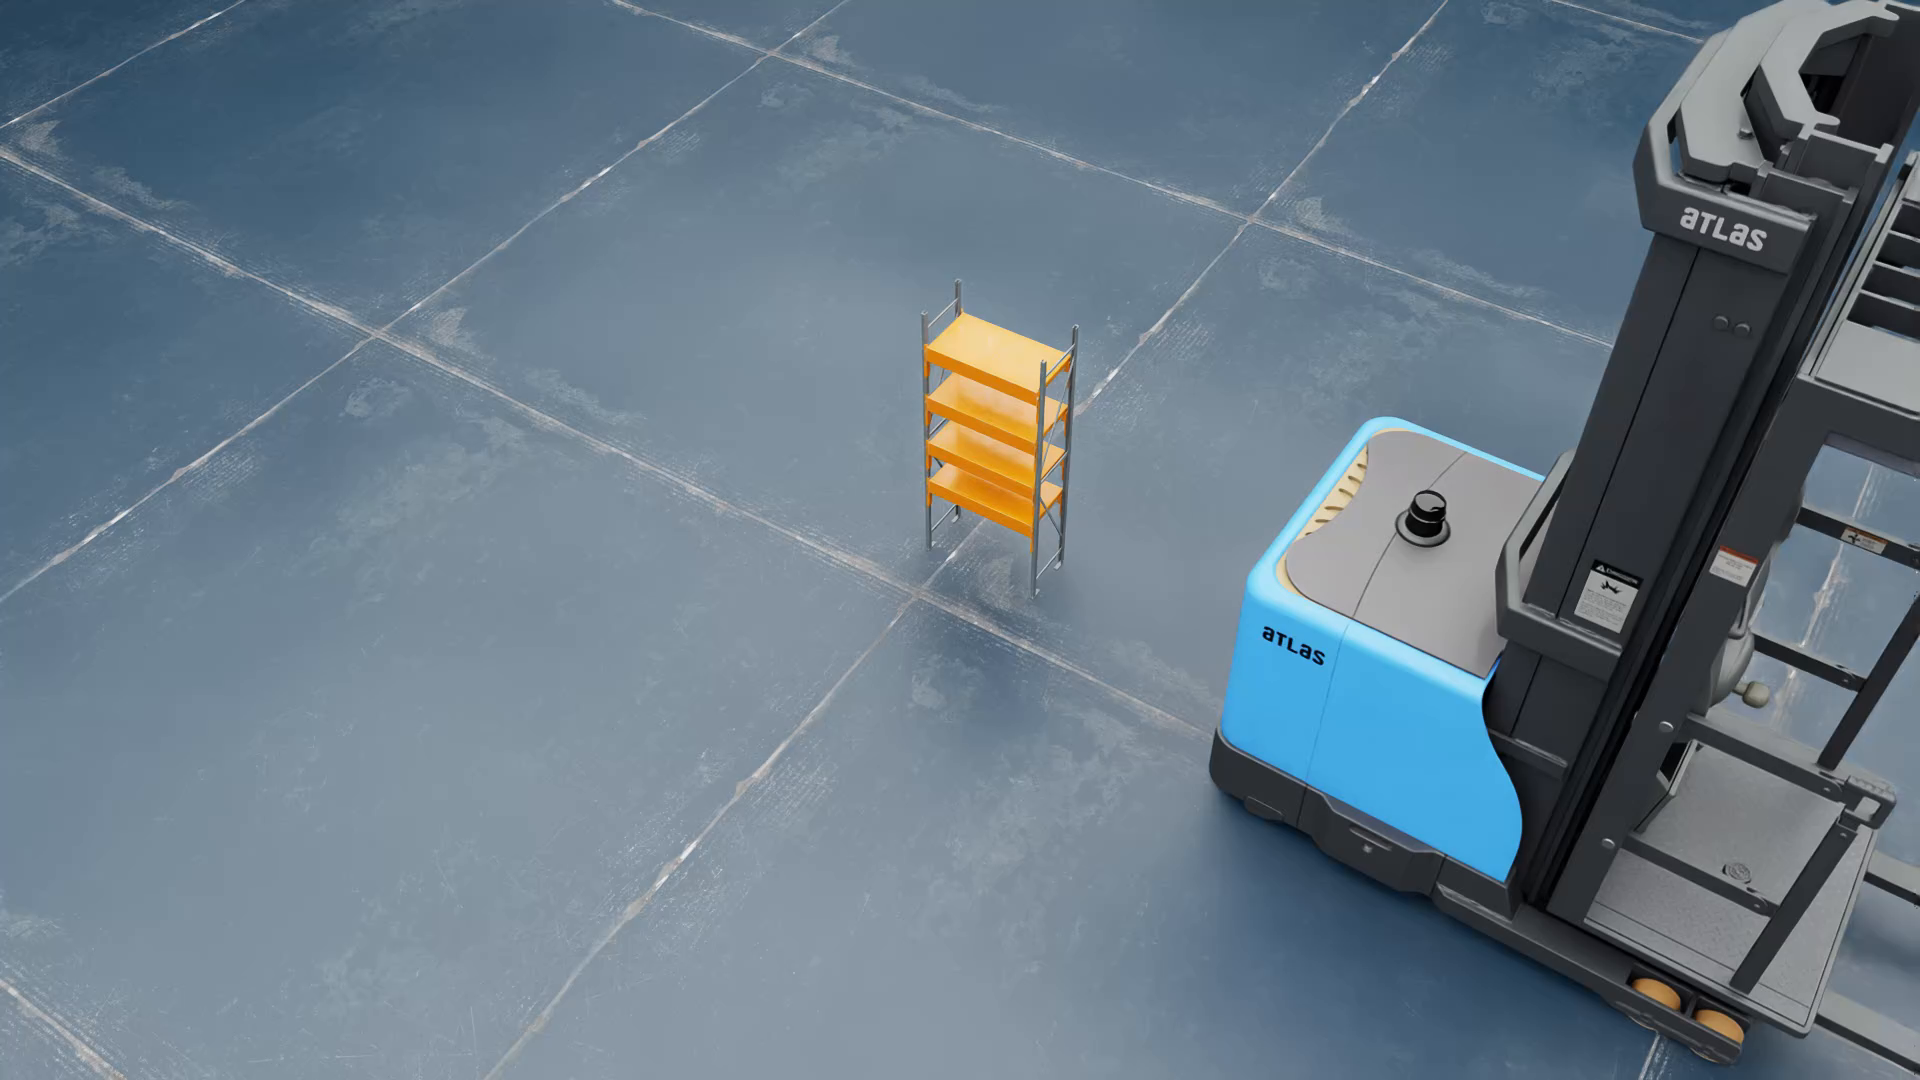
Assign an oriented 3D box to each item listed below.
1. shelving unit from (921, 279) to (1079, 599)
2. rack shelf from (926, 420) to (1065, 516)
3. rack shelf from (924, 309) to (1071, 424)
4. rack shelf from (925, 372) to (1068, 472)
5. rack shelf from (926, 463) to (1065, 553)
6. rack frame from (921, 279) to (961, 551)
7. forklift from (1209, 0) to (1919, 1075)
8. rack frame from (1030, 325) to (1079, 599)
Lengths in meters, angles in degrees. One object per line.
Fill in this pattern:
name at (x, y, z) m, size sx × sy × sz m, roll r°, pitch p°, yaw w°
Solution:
shelving unit at (0.139, -0.354, 6.257) m, size 0.503 × 1.200 × 0.258 m, roll 25°, pitch 51°, yaw 22°
rack shelf at (0.139, -0.307, 6.306) m, size 0.480 × 0.148 × 0.258 m, roll 25°, pitch 51°, yaw 22°
rack shelf at (0.139, -0.628, 5.976) m, size 0.480 × 0.148 × 0.258 m, roll 25°, pitch 51°, yaw 22°
rack shelf at (0.139, -0.463, 6.145) m, size 0.480 × 0.148 × 0.258 m, roll 25°, pitch 51°, yaw 22°
rack shelf at (0.139, -0.169, 6.448) m, size 0.480 × 0.148 × 0.258 m, roll 25°, pitch 51°, yaw 22°
rack frame at (-0.066, -0.449, 6.349) m, size 0.015 × 1.200 × 0.240 m, roll 25°, pitch 51°, yaw 22°
forklift at (2.384, 0.160, 4.551) m, size 3.031 × 2.935 × 1.130 m, roll 26°, pitch 51°, yaw 23°
rack frame at (0.345, -0.260, 6.166) m, size 0.015 × 1.200 × 0.240 m, roll 25°, pitch 51°, yaw 22°
